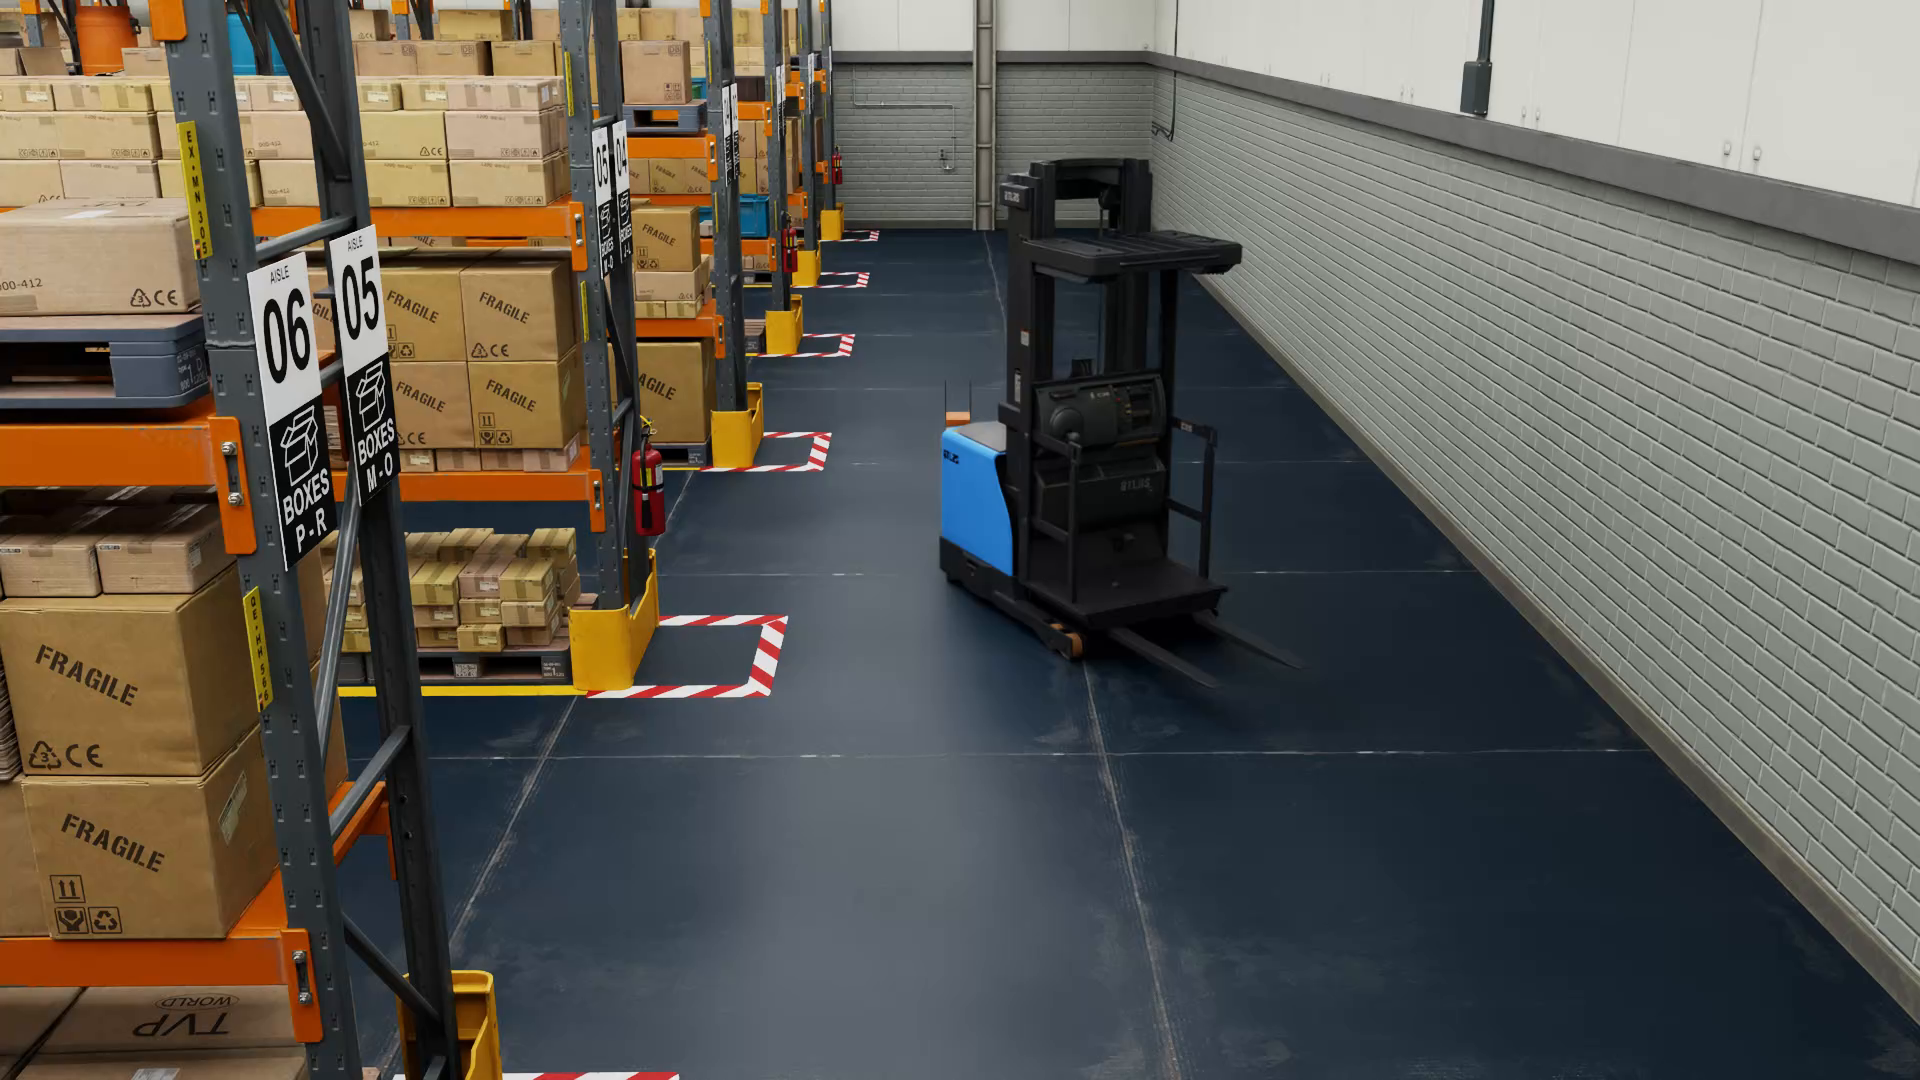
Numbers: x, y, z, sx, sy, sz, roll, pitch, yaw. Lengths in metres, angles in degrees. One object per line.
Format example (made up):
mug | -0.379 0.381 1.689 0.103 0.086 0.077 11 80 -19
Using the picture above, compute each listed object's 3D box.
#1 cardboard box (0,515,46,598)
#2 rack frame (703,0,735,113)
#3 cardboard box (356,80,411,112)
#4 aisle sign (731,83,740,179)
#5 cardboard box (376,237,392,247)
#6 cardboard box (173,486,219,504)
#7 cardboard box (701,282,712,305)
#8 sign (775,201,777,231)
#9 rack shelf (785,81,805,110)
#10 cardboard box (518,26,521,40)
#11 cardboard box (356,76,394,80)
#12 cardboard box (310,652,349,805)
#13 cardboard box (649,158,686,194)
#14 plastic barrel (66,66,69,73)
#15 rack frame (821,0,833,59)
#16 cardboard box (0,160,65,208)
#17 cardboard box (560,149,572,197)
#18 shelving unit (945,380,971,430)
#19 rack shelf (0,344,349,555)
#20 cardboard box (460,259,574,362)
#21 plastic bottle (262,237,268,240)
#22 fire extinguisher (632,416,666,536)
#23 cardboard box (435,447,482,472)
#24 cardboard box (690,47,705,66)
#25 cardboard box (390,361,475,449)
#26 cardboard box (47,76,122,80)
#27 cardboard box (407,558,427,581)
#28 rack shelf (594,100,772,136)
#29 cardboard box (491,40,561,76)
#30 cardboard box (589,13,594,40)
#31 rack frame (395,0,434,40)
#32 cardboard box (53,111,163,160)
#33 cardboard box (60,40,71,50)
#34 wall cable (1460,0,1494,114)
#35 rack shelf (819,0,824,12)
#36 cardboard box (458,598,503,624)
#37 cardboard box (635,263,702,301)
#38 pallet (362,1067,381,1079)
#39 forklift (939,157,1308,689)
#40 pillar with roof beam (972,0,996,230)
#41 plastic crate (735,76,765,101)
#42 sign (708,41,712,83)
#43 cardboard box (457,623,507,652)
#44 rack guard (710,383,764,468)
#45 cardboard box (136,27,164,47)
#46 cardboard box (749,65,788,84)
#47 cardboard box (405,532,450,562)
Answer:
cardboard box | -2.733 0.057 4.598 0.250 0.149 0.380 0 18 -1
rack frame | -2.024 -5.093 13.691 0.127 3.000 1.000 0 18 -1
cardboard box | -3.141 -2.407 9.004 0.250 0.149 0.380 0 18 0
aisle sign | -1.957 -3.566 14.497 0.004 0.787 0.394 0 18 -1
cardboard box | -5.048 -2.568 14.174 0.500 0.500 0.500 0 18 -1
cardboard box | -2.227 -0.125 5.163 0.250 0.149 0.380 0 18 0
cardboard box | -2.384 -2.215 14.954 0.250 0.149 0.380 0 18 0
sign | -2.077 -3.658 18.774 0.005 0.325 0.100 0 18 -1
rack shelf | -4.176 -6.338 23.661 4.000 0.370 1.077 0 18 -1
cardboard box | -7.695 -8.447 28.176 0.500 0.500 0.700 -1 18 -2
cardboard box | -3.401 -2.564 9.494 0.250 0.149 0.380 0 18 1
cardboard box | -2.352 0.658 5.423 0.500 0.500 0.500 0 18 -1
cardboard box | -4.141 -5.217 23.737 0.500 0.500 0.500 -1 18 -2
plastic barrel | -10.416 -5.284 19.014 0.421 0.512 0.421 0 18 0
rack frame | -2.258 -9.631 27.839 0.127 3.000 1.000 0 18 -1
cardboard box | -5.078 -1.985 9.160 0.500 0.250 0.500 -1 18 -2
cardboard box | -2.499 -2.153 9.685 0.500 0.250 0.500 0 18 1
shelving unit | -0.014 -0.571 12.364 0.189 1.200 0.258 0 18 -1
rack shelf | -3.867 -0.285 4.794 4.000 0.370 1.077 0 18 -1
cardboard box | -2.500 -1.308 9.426 0.500 0.500 0.500 -1 18 -2
plastic bottle | -7.957 -3.552 18.901 0.133 0.283 0.061 0 18 -1
fire extinguisher | -1.787 -0.367 9.517 0.183 0.674 0.296 0 18 -1
cardboard box | -2.868 -0.518 9.662 0.250 0.149 0.380 0 18 -1
cardboard box | -3.686 -6.772 23.265 0.500 0.250 0.500 0 18 -1
cardboard box | -3.007 -0.828 9.568 0.500 0.500 0.500 -1 18 -2
cardboard box | -4.965 -2.555 9.465 0.250 0.149 0.380 0 18 1
cardboard box | -3.341 0.239 9.897 0.250 0.149 0.380 -1 18 -3
rack shelf | -4.102 -4.825 18.944 4.000 0.370 1.077 0 18 -1
cardboard box | -3.624 -3.957 14.048 0.500 0.500 0.700 -1 18 -5
cardboard box | -5.188 -7.167 23.269 0.500 0.500 0.700 0 18 -1
rack frame | -6.101 -6.586 18.346 0.127 3.000 1.000 0 18 -1
cardboard box | -4.560 -2.224 9.088 0.500 0.250 0.500 0 18 0
cardboard box | -14.760 -8.124 27.855 0.500 0.500 0.500 0 18 1
wall cable | 3.684 -5.599 10.003 0.120 5.999 2.277 0 18 -1
rack shelf | -4.258 -9.088 27.980 4.000 0.370 1.077 0 18 -1
cardboard box | -2.832 0.370 9.977 0.250 0.149 0.380 -1 18 -2
cardboard box | -2.504 -2.223 14.325 0.500 0.250 0.500 -1 18 -2
pallet | -2.666 2.146 5.511 1.213 0.211 1.003 0 18 -1
forklift | 0.994 -0.814 10.288 1.130 2.935 3.031 -9 20 -27
pillar with roof beam | 0.496 -8.594 24.604 0.400 9.000 9.100 0 18 -1
plastic crate | -2.491 -5.198 19.144 0.590 0.269 0.497 0 18 -1
sign | -2.029 -3.882 13.509 0.005 0.325 0.100 0 18 -1
cardboard box | -2.825 0.535 9.948 0.250 0.149 0.380 0 18 1
rack guard | -2.000 -1.046 14.989 0.348 0.500 1.175 0 18 -1
cardboard box | -13.709 -8.371 27.969 0.500 0.500 0.500 2 18 7
cardboard box | -2.686 -6.535 23.345 0.500 0.250 0.500 0 18 -1
cardboard box | -3.350 0.079 10.396 0.250 0.149 0.380 -1 18 -4
